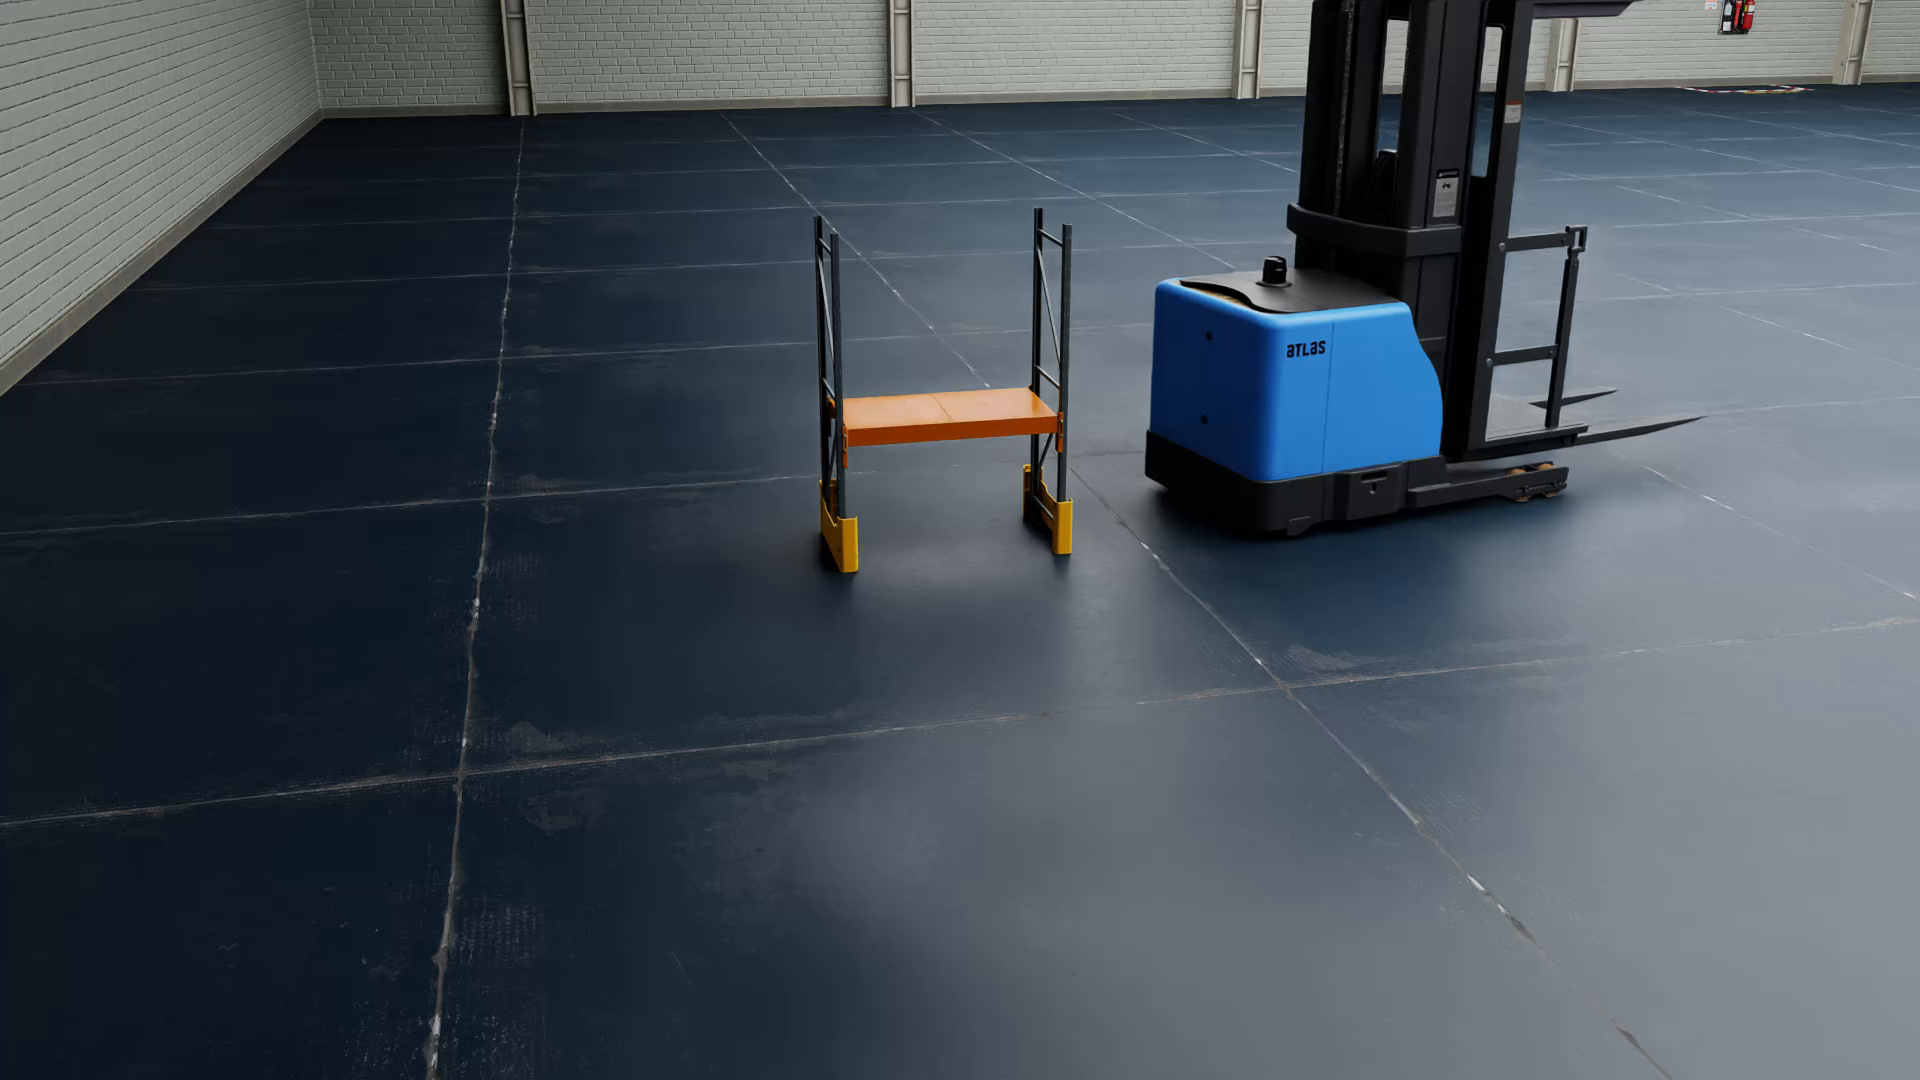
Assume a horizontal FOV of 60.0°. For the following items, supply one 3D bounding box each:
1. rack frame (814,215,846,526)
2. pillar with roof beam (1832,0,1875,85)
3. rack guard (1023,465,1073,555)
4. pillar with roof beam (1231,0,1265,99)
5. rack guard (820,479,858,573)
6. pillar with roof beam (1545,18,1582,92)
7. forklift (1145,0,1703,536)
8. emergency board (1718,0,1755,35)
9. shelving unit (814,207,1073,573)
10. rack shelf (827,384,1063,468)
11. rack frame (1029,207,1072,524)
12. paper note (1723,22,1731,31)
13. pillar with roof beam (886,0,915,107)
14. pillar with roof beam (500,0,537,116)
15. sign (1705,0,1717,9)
[{"bbox_3d":[-0.578,-0.657,7.428,0.032,1.500,0.500,-5,21,-12],"label":"rack frame"},{"bbox_3d":[17.551,-11.313,25.615,0.400,9.000,9.100,-5,21,-12],"label":"pillar with roof beam"},{"bbox_3d":[0.410,-0.151,7.863,0.087,0.250,0.587,-5,21,-12],"label":"rack guard"},{"bbox_3d":[5.873,-10.363,23.022,0.400,9.000,9.100,-5,21,-12],"label":"pillar with roof beam"},{"bbox_3d":[-0.559,-0.072,7.648,0.087,0.250,0.587,-5,21,-12],"label":"rack guard"},{"bbox_3d":[11.712,-10.838,24.319,0.400,9.000,9.100,-5,21,-12],"label":"pillar with roof beam"},{"bbox_3d":[2.507,-1.719,8.246,3.031,2.935,1.130,-9,22,-23],"label":"forklift"},{"bbox_3d":[14.147,-9.754,30.082,0.643,1.169,0.194,-5,21,-12],"label":"emergency board"},{"bbox_3d":[-0.074,-0.698,7.540,1.083,1.500,0.587,-5,21,-12],"label":"shelving unit"},{"bbox_3d":[-0.083,-0.529,7.600,1.000,0.185,0.538,-5,21,-12],"label":"rack shelf"},{"bbox_3d":[0.412,-0.738,7.648,0.032,1.500,0.500,-5,21,-12],"label":"rack frame"},{"bbox_3d":[13.959,-9.350,30.258,0.142,0.148,0.016,-5,21,-12],"label":"paper note"},{"bbox_3d":[0.034,-9.888,21.726,0.400,9.000,9.100,-5,21,-12],"label":"pillar with roof beam"},{"bbox_3d":[-5.805,-9.413,20.429,0.400,9.000,9.100,-5,21,-12],"label":"pillar with roof beam"},{"bbox_3d":[13.585,-9.762,30.050,0.234,0.329,0.001,-5,21,-12],"label":"sign"}]
